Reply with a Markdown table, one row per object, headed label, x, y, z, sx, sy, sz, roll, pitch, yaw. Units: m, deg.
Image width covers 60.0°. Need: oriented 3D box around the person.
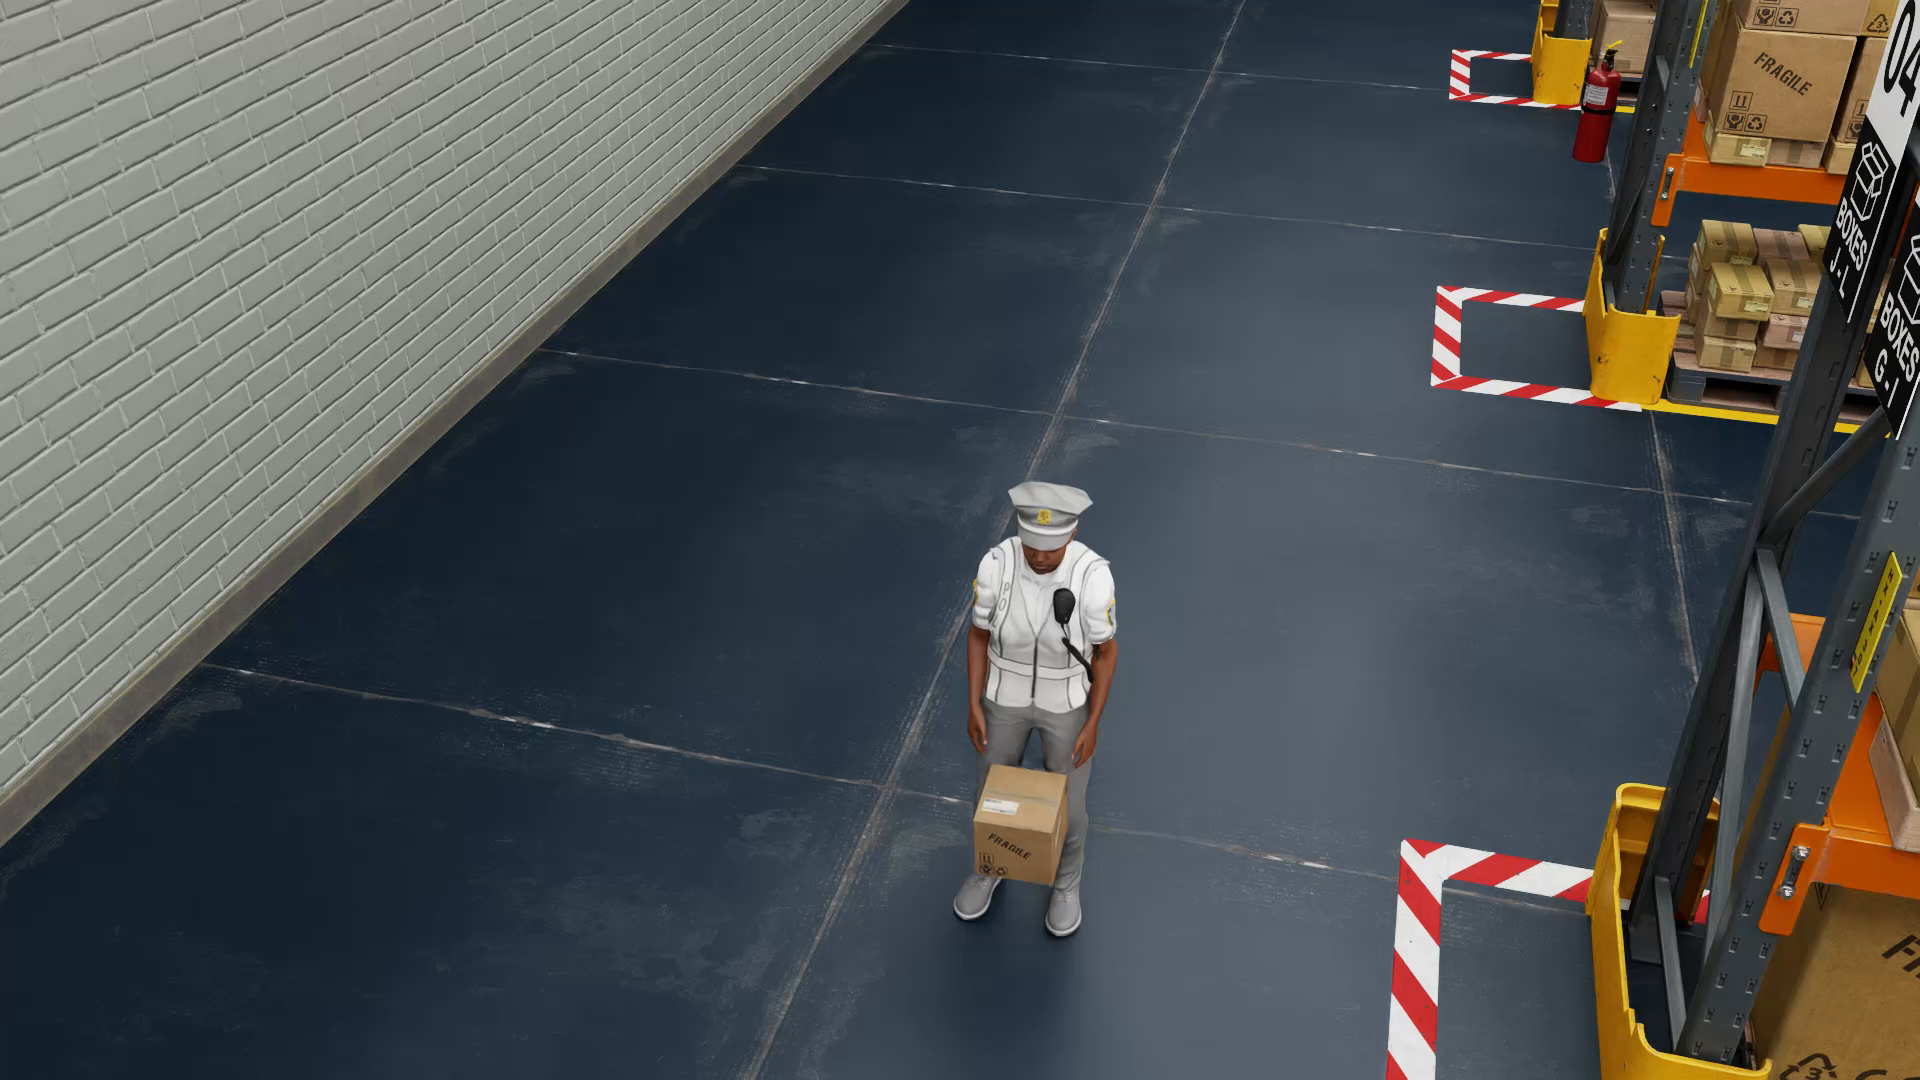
| label | x | y | z | sx | sy | sz | roll | pitch | yaw |
| --- | --- | --- | --- | --- | --- | --- | --- | --- | --- |
| person | 0.245 | 0.527 | 5.316 | 0.492 | 1.672 | 0.372 | 7 | 34 | 11 |
